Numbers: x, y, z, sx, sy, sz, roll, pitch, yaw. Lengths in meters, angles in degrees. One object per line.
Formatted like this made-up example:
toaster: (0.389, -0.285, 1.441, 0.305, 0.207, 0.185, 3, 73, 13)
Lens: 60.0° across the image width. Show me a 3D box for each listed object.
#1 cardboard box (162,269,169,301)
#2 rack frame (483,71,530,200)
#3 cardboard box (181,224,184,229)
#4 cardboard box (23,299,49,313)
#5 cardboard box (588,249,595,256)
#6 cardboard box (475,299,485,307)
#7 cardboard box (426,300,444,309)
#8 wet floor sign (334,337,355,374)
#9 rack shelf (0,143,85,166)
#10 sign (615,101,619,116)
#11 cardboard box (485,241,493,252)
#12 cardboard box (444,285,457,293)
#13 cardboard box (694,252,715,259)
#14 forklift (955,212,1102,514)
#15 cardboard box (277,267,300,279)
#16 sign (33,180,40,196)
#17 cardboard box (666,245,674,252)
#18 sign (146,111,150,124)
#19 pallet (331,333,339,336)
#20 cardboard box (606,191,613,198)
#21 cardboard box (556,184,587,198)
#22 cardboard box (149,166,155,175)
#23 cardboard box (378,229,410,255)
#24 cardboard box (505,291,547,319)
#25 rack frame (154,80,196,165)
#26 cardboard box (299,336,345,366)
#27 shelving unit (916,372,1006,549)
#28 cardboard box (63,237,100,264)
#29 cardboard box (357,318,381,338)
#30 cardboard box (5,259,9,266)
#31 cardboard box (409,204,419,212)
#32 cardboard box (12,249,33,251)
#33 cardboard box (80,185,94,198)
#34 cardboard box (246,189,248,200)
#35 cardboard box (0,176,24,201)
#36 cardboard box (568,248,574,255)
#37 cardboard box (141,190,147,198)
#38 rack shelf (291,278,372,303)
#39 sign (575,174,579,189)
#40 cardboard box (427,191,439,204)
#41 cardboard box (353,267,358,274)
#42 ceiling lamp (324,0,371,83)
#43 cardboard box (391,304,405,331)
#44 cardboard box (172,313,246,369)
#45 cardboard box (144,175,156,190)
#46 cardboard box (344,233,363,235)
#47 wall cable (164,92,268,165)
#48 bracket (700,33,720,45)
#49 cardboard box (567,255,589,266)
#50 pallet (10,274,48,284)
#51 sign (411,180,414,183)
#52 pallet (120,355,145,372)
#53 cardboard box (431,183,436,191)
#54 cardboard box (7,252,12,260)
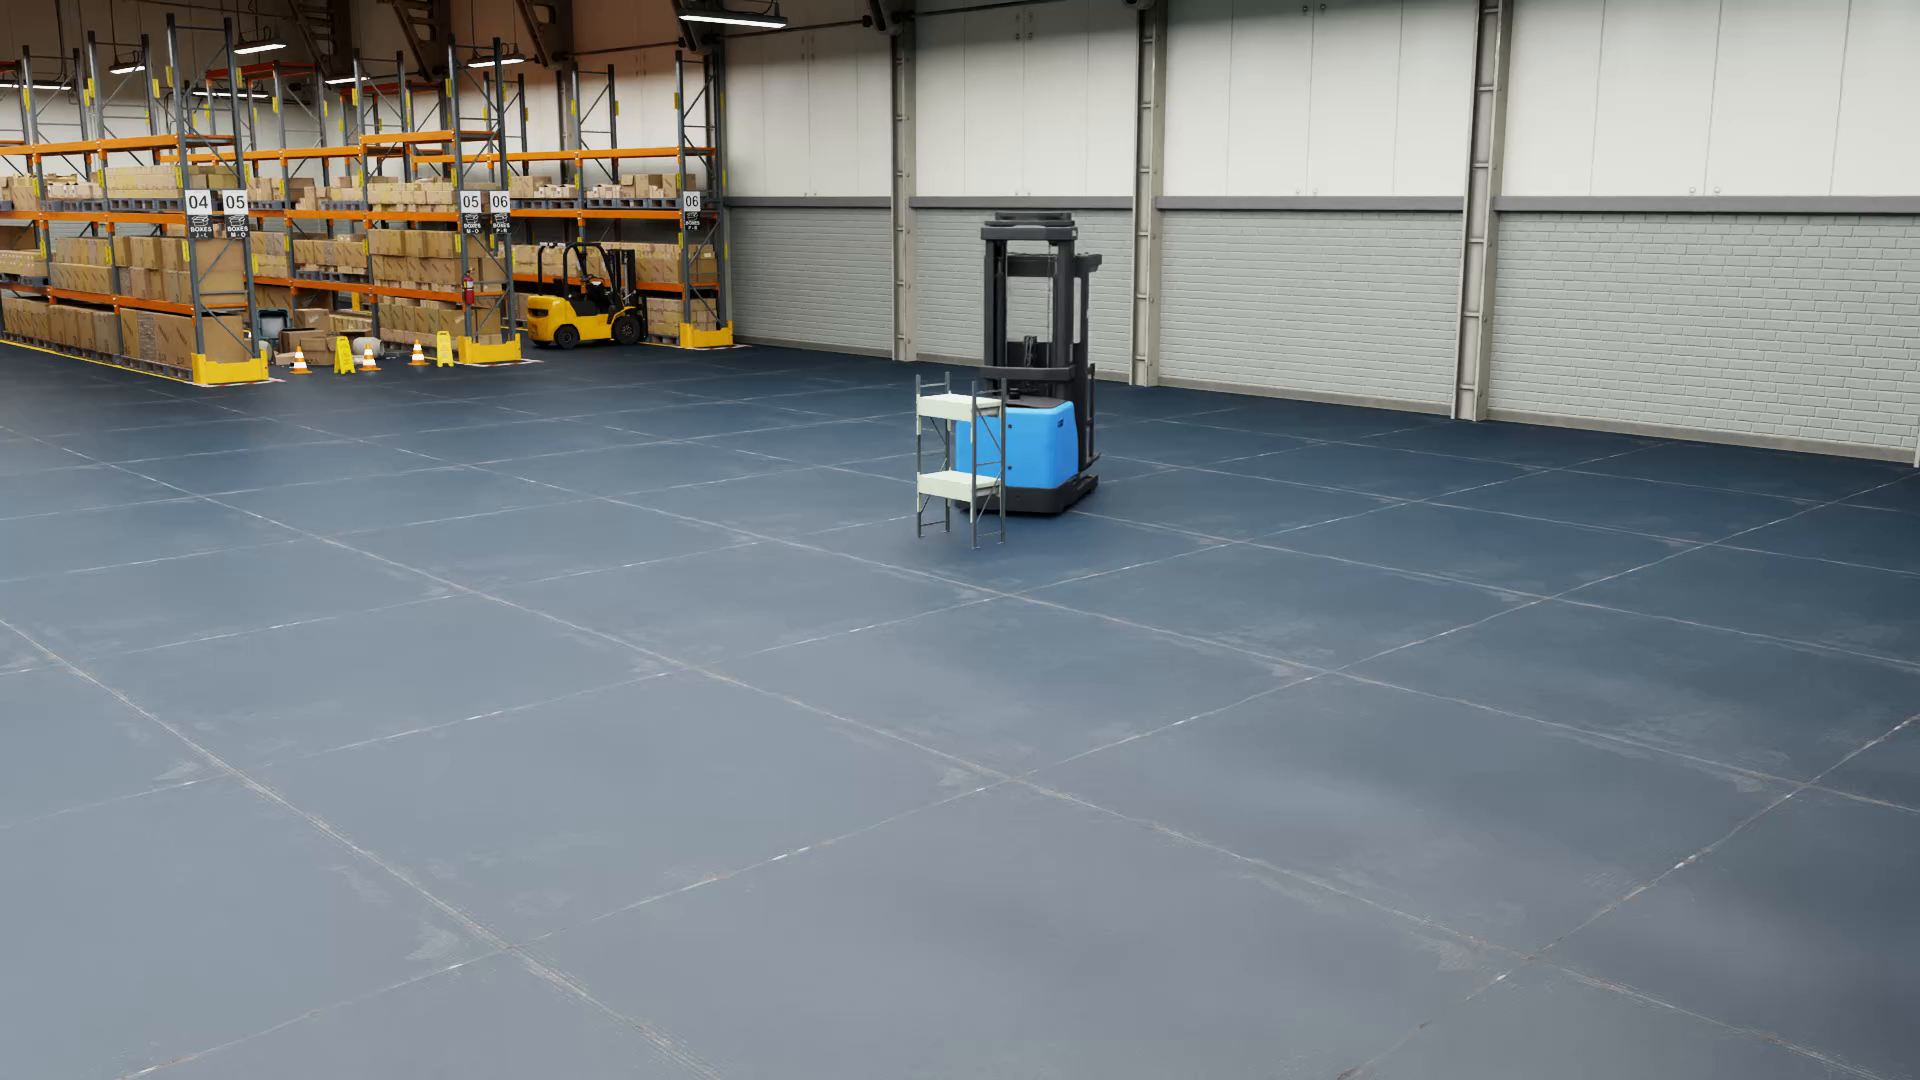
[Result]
cardboard box: (-13.457, -4.491, 29.243, 0.875, 0.550, 0.550, -11, 16, -43)
rack frame: (-10.904, -9.696, 40.010, 1.000, 3.000, 0.127, -11, 16, -43)
cardboard box: (-19.228, -7.850, 41.584, 0.380, 0.149, 0.250, -11, 16, -42)
cardboard box: (-19.360, -4.921, 34.998, 0.500, 0.250, 0.500, -10, 16, -41)
cardboard box: (-8.112, -6.457, 37.303, 0.380, 0.149, 0.250, -11, 16, -43)
cardboard box: (-11.689, -5.845, 41.341, 0.500, 0.500, 0.500, -11, 16, -43)
cardboard box: (-10.182, -4.604, 32.469, 0.380, 0.149, 0.250, -11, 16, -42)
wet floor sign: (-11.025, -3.312, 29.725, 0.232, 0.644, 0.267, 8, 14, 35)
rack shelf: (-19.383, -8.043, 34.760, 1.077, 0.370, 4.000, -11, 16, -43)
sign: (-7.723, -9.721, 37.425, 0.100, 0.325, 0.005, -11, 16, -43)
cardboard box: (-12.165, -7.226, 41.594, 0.637, 0.503, 0.797, 11, 16, 44)
cardboard box: (-9.635, -4.821, 31.839, 0.380, 0.149, 0.250, -11, 16, -43)
cardboard box: (-5.426, -6.042, 35.289, 0.250, 0.149, 0.380, 11, 16, 44)
forklift: (0.853, -1.947, 17.435, 1.130, 2.935, 3.031, 3, 12, 16)
cardboard box: (-15.028, -6.029, 37.453, 0.500, 0.250, 0.500, 11, 16, 43)
sign: (-18.395, -7.008, 33.116, 0.100, 0.325, 0.005, -11, 16, -43)
cardboard box: (-5.972, -6.157, 35.108, 0.380, 0.149, 0.250, -11, 16, -42)
sign: (-20.422, -10.630, 41.836, 0.100, 0.325, 0.005, -11, 16, -43)
pallet: (-13.114, -4.407, 36.119, 1.003, 0.211, 1.213, -11, 16, -43)
cardboard box: (-7.520, -7.554, 36.385, 0.380, 0.149, 0.250, -10, 15, -41)
cardboard box: (-8.817, -7.926, 37.784, 0.500, 0.311, 0.500, 11, 16, 43)
cardboard box: (-13.655, -6.335, 28.487, 0.380, 0.149, 0.250, -11, 16, -42)
cardboard box: (-11.245, -5.994, 33.446, 0.700, 0.500, 0.500, -11, 16, -42)
cardboard box: (-10.483, -5.707, 40.362, 0.875, 0.625, 0.625, -10, 15, -41)
rack frame: (-20.016, -10.171, 42.317, 1.000, 3.000, 0.127, -11, 16, -43)
cardboard box: (-12.011, -3.579, 31.372, 0.637, 0.503, 0.797, 1, 12, 6)
shelving unit: (0.005, -0.734, 15.094, 0.431, 1.500, 0.755, -11, 16, -43)
cardboard box: (-17.348, -5.759, 33.043, 0.700, 0.500, 0.500, -11, 16, -43)
cardboard box: (-12.093, -4.476, 35.015, 0.950, 0.372, 0.625, -11, 16, -42)
cardboard box: (-19.915, -5.860, 35.106, 0.380, 0.149, 0.250, -11, 16, -43)
cardboard box: (-10.508, -6.475, 32.433, 0.380, 0.149, 0.250, -11, 16, -43)
cardboard box: (-20.924, -6.247, 37.151, 0.500, 0.500, 0.500, -11, 16, -44)
cardboard box: (-16.251, -6.577, 31.388, 0.500, 0.250, 0.500, -11, 16, -43)
cardboard box: (-16.245, -7.943, 38.227, 0.396, 0.266, 0.258, -9, 15, -38)
cardboard box: (-19.792, -7.426, 35.131, 0.797, 0.503, 0.637, -11, 16, -43)
cardboard box: (-8.729, -6.594, 37.969, 0.380, 0.149, 0.250, -11, 16, -43)
cardboard box: (-14.004, -6.018, 28.926, 0.380, 0.149, 0.250, -11, 16, -42)
rack shelf: (-13.110, -5.421, 35.912, 1.077, 0.370, 4.000, -11, 16, -43)
sign: (-8.527, -7.973, 37.022, 0.100, 0.325, 0.005, -11, 16, -43)
cardboard box: (-9.852, -6.552, 31.818, 0.500, 0.250, 0.500, -11, 16, -43)
cardboard box: (-12.453, -5.642, 34.782, 0.250, 0.149, 0.380, 11, 16, 43)
ceiling lamp: (-14.677, -12.710, 40.174, 0.800, 3.185, 2.000, -11, 16, -43)
cardboard box: (-11.138, -4.507, 33.610, 0.500, 0.500, 0.500, -10, 15, -40)
cardboard box: (-12.993, -3.448, 28.777, 0.875, 0.875, 0.875, -11, 16, -42)
cardboard box: (-13.708, -6.168, 28.668, 0.500, 0.250, 0.500, -11, 16, -43)
cardboard box: (-13.157, -6.584, 36.140, 0.250, 0.149, 0.380, 11, 16, 42)
wall cable: (-21.561, -11.467, 48.517, 2.988, 3.039, 0.133, -11, 16, -43)
bracket: (-5.178, -10.408, 34.549, 0.235, 0.232, 0.430, -11, 16, -43)
cardboard box: (-8.665, -6.381, 37.922, 0.500, 0.250, 0.500, -11, 16, -44)
pallet: (-19.398, -5.550, 35.230, 1.003, 0.211, 1.213, -11, 16, -43)
sign: (-11.342, -7.281, 34.440, 0.100, 0.325, 0.005, -11, 16, -43)
pallet: (-14.771, -3.289, 30.692, 1.003, 0.211, 1.213, -11, 16, -43)
cardboard box: (-9.891, -6.764, 31.862, 0.380, 0.149, 0.250, -11, 16, -42)
cardboard box: (-19.742, -5.969, 34.898, 0.380, 0.149, 0.250, -10, 15, -41)
